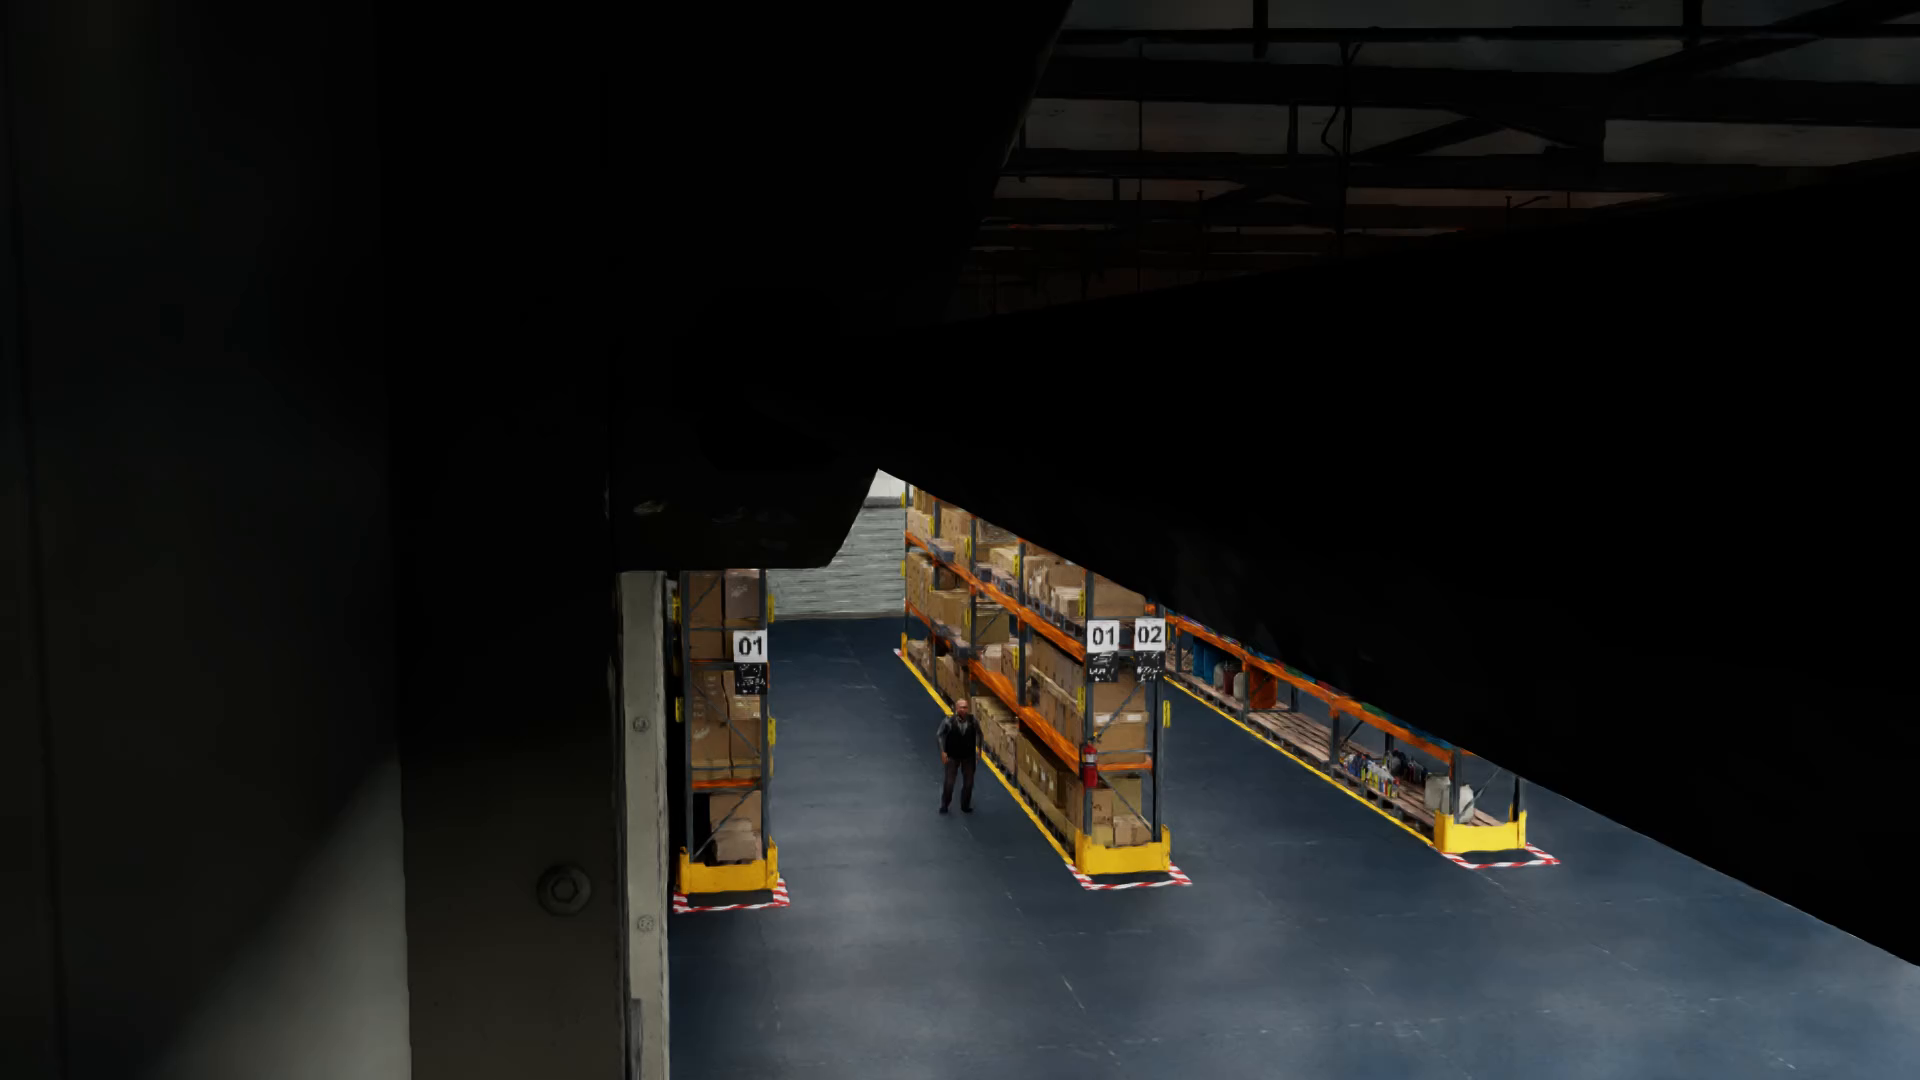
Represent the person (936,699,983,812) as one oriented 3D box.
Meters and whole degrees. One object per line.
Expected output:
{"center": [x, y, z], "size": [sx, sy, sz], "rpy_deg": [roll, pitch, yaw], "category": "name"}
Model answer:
{"center": [-0.006, 3.060, 23.624], "size": [0.677, 1.671, 0.534], "rpy_deg": [-1, 6, -12], "category": "person"}
